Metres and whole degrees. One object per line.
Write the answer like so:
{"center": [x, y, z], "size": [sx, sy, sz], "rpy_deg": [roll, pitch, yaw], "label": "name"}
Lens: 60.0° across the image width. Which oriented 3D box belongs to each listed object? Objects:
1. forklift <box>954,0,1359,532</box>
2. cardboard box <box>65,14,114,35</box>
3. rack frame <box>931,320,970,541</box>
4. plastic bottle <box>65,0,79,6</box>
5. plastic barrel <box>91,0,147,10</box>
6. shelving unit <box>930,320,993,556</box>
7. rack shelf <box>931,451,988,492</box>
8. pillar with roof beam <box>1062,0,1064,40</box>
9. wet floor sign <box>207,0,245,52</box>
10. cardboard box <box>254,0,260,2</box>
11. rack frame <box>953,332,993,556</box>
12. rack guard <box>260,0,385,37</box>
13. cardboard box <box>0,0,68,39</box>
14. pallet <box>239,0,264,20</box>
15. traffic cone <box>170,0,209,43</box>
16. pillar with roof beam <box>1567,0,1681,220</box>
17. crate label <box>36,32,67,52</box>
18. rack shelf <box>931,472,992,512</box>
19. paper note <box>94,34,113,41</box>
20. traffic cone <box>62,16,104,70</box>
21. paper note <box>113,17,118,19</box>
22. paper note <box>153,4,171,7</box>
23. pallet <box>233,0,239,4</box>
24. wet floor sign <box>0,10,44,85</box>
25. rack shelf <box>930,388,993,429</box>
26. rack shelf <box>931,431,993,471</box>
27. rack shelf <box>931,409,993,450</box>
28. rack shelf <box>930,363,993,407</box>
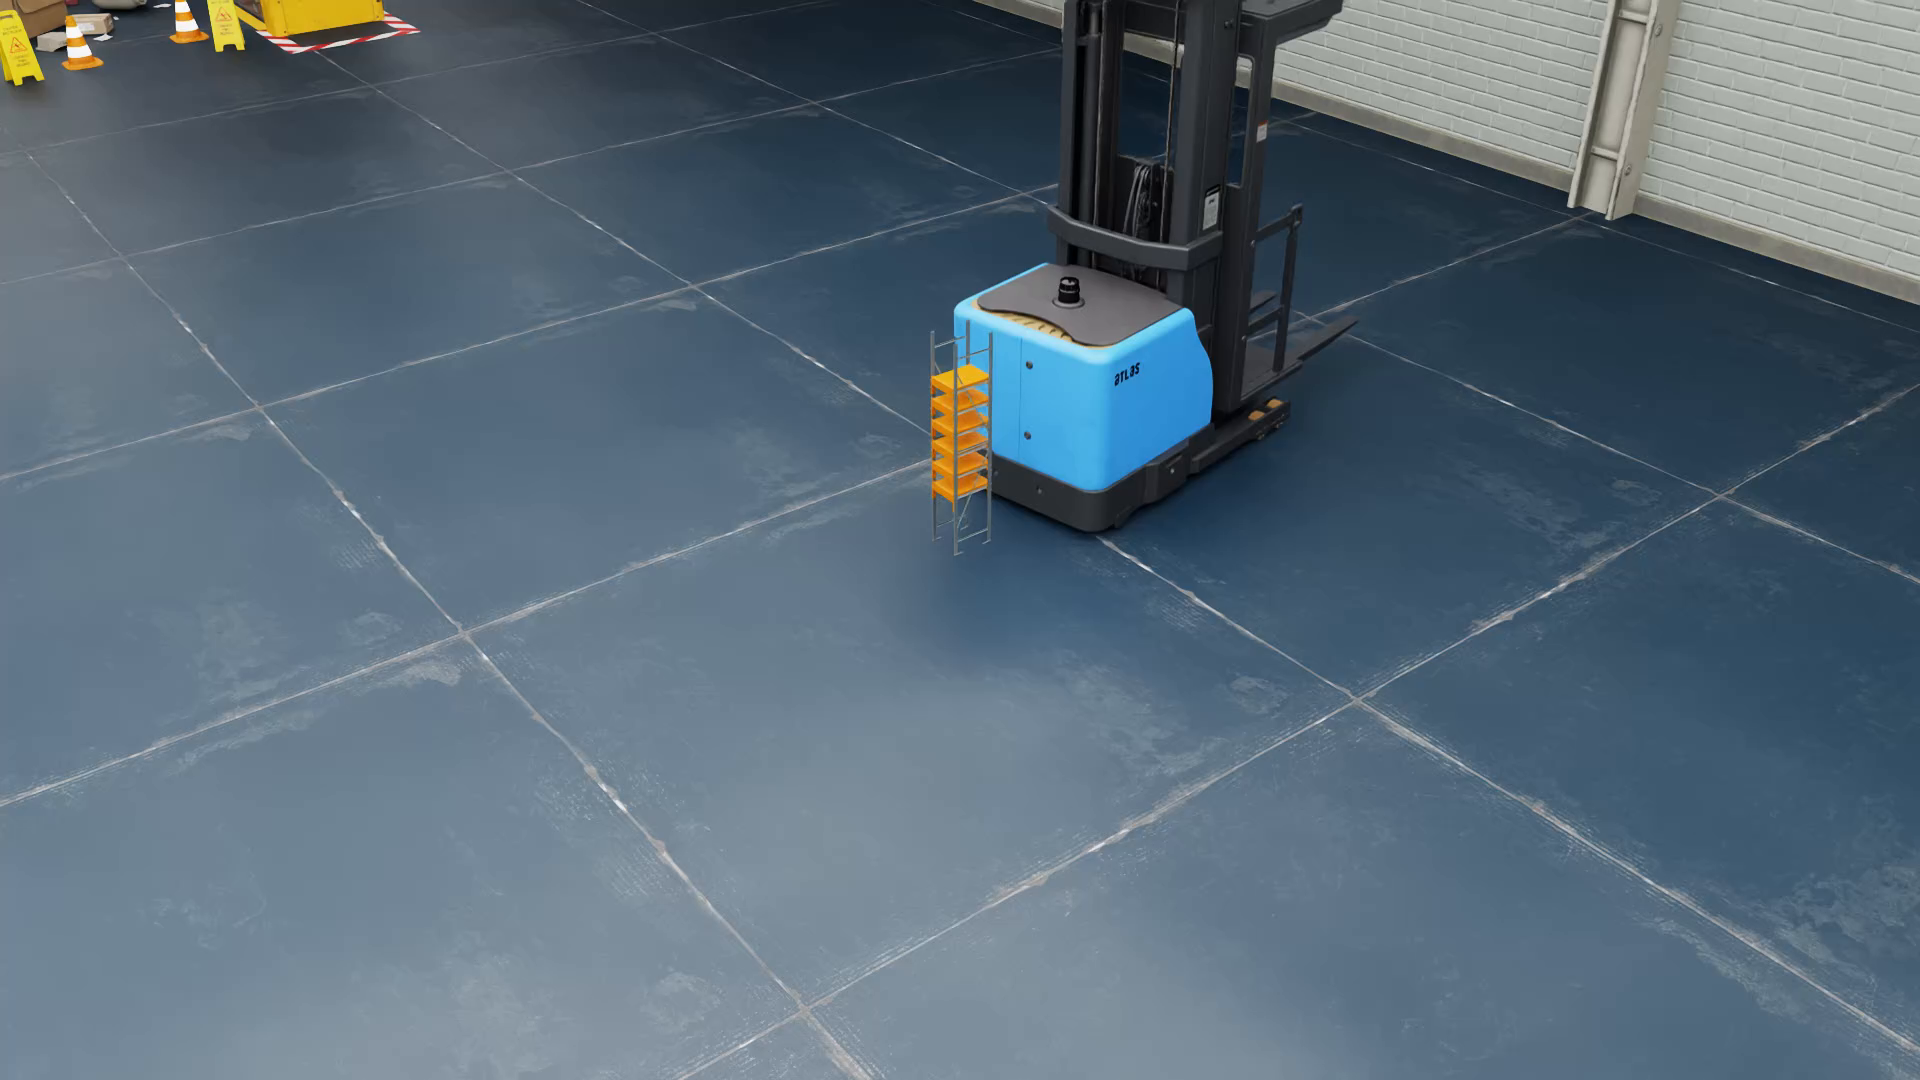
{"center": [1.299, -1.987, 9.171], "size": [1.130, 2.935, 3.031], "rpy_deg": [25, 39, 34], "label": "forklift"}
{"center": [-9.002, -5.332, 17.194], "size": [0.380, 0.149, 0.250], "rpy_deg": [-4, 32, -7], "label": "cardboard box"}
{"center": [-0.047, -0.542, 8.485], "size": [0.240, 1.200, 0.006], "rpy_deg": [-22, 38, -31], "label": "rack frame"}
{"center": [-9.746, -5.925, 18.232], "size": [0.133, 0.061, 0.283], "rpy_deg": [-16, 35, -23], "label": "plastic bottle"}
{"center": [-9.065, -5.927, 17.893], "size": [0.512, 0.421, 0.421], "rpy_deg": [1, 32, 2], "label": "plastic barrel"}
{"center": [0.009, -0.504, 8.424], "size": [0.258, 1.200, 0.189], "rpy_deg": [-22, 38, -31], "label": "shelving unit"}
{"center": [0.009, -0.364, 8.510], "size": [0.258, 0.103, 0.180], "rpy_deg": [-22, 38, -31], "label": "rack shelf"}
{"center": [-2.121, -7.495, 12.289], "size": [9.100, 9.000, 0.400], "rpy_deg": [-22, 38, -31], "label": "pillar with roof beam"}
{"center": [-7.332, -5.225, 16.552], "size": [0.267, 0.644, 0.232], "rpy_deg": [-10, 33, -15], "label": "wet floor sign"}
{"center": [-7.326, -5.921, 17.649], "size": [0.500, 0.250, 0.500], "rpy_deg": [-22, 38, -32], "label": "cardboard box"}
{"center": [0.065, -0.466, 8.362], "size": [0.240, 1.200, 0.006], "rpy_deg": [-22, 38, -31], "label": "rack frame"}
{"center": [-6.650, -5.621, 17.326], "size": [1.175, 0.500, 0.348], "rpy_deg": [-22, 38, -31], "label": "rack guard"}
{"center": [-9.680, -5.503, 17.134], "size": [0.637, 0.503, 0.797], "rpy_deg": [6, 32, 10], "label": "cardboard box"}
{"center": [-7.120, -5.848, 17.966], "size": [1.003, 0.211, 1.213], "rpy_deg": [-22, 38, -31], "label": "pallet"}
{"center": [-7.886, -5.335, 16.901], "size": [0.336, 0.463, 0.334], "rpy_deg": [-22, 38, -31], "label": "traffic cone"}
{"center": [1.559, -4.995, 8.263], "size": [9.100, 9.000, 0.400], "rpy_deg": [-22, 38, -31], "label": "pillar with roof beam"}
{"center": [-9.085, -5.003, 16.676], "size": [0.298, 0.136, 0.250], "rpy_deg": [12, 34, 19], "label": "crate label"}
{"center": [0.009, -0.262, 8.574], "size": [0.258, 0.103, 0.180], "rpy_deg": [-22, 38, -31], "label": "rack shelf"}
{"center": [-8.755, -5.140, 16.996], "size": [0.142, 0.019, 0.148], "rpy_deg": [18, 36, 27], "label": "paper note"}
{"center": [-8.554, -4.834, 16.095], "size": [0.336, 0.463, 0.334], "rpy_deg": [-22, 38, -31], "label": "traffic cone"}
{"center": [-8.972, -5.546, 17.670], "size": [0.032, 0.001, 0.123], "rpy_deg": [-22, 38, -31], "label": "paper note"}
{"center": [-8.671, -5.819, 18.090], "size": [0.148, 0.019, 0.142], "rpy_deg": [18, 36, 27], "label": "paper note"}
{"center": [-7.864, -6.356, 18.784], "size": [1.003, 0.211, 1.213], "rpy_deg": [-22, 38, -31], "label": "pallet"}
{"center": [-8.869, -4.636, 15.602], "size": [0.232, 0.644, 0.267], "rpy_deg": [26, 40, 35], "label": "wet floor sign"}
{"center": [0.009, -0.670, 8.321], "size": [0.258, 0.103, 0.180], "rpy_deg": [-22, 38, -31], "label": "rack shelf"}
{"center": [0.009, -0.466, 8.447], "size": [0.258, 0.103, 0.180], "rpy_deg": [-22, 38, -31], "label": "rack shelf"}
{"center": [0.009, -0.568, 8.384], "size": [0.258, 0.103, 0.180], "rpy_deg": [-22, 38, -31], "label": "rack shelf"}
{"center": [0.009, -0.772, 8.257], "size": [0.258, 0.103, 0.180], "rpy_deg": [-22, 38, -31], "label": "rack shelf"}
